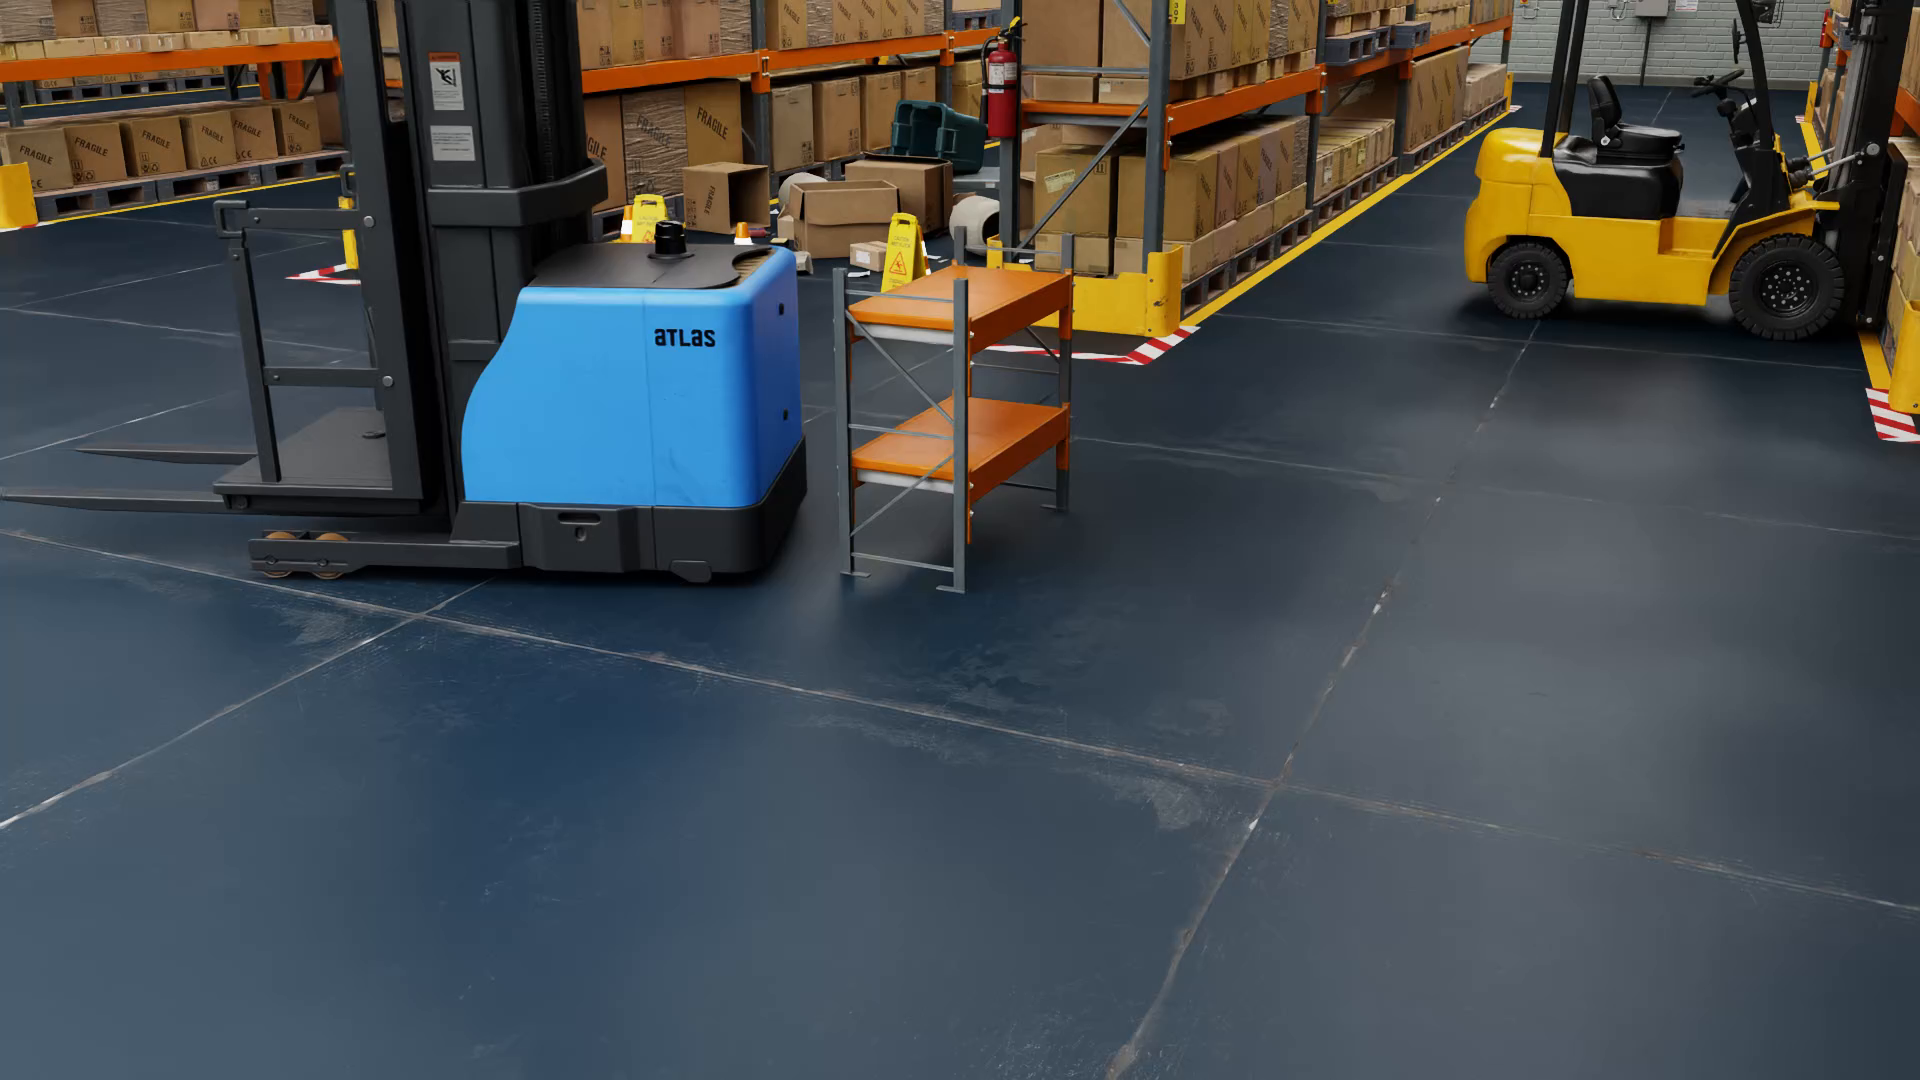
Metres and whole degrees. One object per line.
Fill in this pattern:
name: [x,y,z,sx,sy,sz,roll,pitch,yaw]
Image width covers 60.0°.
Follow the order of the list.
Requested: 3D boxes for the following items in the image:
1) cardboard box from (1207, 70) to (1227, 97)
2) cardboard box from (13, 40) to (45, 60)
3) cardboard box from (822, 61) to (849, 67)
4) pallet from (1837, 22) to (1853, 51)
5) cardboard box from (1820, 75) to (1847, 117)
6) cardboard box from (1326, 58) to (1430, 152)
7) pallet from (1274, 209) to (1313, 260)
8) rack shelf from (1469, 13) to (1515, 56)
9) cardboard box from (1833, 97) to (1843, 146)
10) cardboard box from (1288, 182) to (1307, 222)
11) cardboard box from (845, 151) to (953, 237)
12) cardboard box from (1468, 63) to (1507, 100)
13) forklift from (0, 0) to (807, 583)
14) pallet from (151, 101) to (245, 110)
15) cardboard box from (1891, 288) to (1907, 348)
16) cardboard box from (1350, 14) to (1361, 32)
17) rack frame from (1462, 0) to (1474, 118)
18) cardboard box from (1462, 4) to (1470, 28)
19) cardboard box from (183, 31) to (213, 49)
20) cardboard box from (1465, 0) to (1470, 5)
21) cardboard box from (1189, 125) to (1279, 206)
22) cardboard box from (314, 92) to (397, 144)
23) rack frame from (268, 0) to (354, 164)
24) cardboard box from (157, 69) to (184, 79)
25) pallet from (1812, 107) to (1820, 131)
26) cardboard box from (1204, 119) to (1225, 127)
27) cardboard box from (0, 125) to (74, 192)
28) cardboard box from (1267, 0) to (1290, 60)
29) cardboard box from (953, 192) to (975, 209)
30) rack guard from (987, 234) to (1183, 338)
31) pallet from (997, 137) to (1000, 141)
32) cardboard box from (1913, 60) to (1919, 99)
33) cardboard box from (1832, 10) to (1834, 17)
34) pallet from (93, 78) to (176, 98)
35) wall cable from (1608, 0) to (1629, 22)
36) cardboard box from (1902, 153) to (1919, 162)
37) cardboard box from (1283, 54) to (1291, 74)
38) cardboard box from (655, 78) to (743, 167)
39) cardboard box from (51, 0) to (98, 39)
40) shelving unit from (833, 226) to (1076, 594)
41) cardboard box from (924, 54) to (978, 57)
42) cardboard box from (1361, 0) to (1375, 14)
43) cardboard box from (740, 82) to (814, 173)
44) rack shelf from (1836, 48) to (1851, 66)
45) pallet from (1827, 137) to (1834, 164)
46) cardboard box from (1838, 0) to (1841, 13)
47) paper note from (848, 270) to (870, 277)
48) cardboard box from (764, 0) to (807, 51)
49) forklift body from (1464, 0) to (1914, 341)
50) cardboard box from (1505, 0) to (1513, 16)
cardboard box: [1.463,-2.890,10.494,0.380,0.149,0.250,9,21,24]
cardboard box: [-7.871,-4.082,13.846,0.380,0.149,0.250,9,21,23]
cardboard box: [-2.335,-7.676,26.119,0.875,0.875,0.875,9,21,23]
pallet: [8.736,-4.605,15.227,1.213,0.211,1.003,9,21,23]
cardboard box: [10.768,-5.366,20.185,0.500,0.500,0.500,9,21,24]
cardboard box: [4.351,-4.555,17.344,0.875,0.875,0.875,8,21,22]
pallet: [2.111,-2.411,12.935,1.003,0.211,1.213,9,21,23]
rack shelf: [6.449,-6.653,21.775,1.077,0.370,4.000,9,21,23]
cardboard box: [9.339,-4.288,17.154,0.500,0.500,0.500,8,21,21]
cardboard box: [2.357,-2.620,12.837,0.500,0.250,0.500,10,22,25]
cardboard box: [-0.499,-2.772,13.309,0.797,0.637,0.503,9,21,23]
cardboard box: [7.089,-6.379,23.126,0.875,0.438,0.875,8,21,21]
forklift: [-2.171,-1.410,6.061,3.031,2.935,1.130,2,20,5]
pallet: [-9.920,-5.652,22.047,1.003,0.211,1.213,9,21,23]
cardboard box: [5.150,-1.122,8.624,0.500,0.250,0.500,9,21,23]
cardboard box: [3.169,-4.386,14.072,0.380,0.149,0.250,9,21,24]
rack frame: [5.630,-6.381,19.935,1.000,3.000,0.127,9,21,23]
cardboard box: [5.676,-6.139,19.477,0.500,0.250,0.500,8,21,21]
cardboard box: [-7.134,-4.614,15.342,0.380,0.149,0.250,9,21,23]
cardboard box: [5.671,-6.378,19.403,0.500,0.250,0.500,9,21,23]
cardboard box: [1.942,-2.662,11.834,0.500,0.500,0.500,10,22,26]
cardboard box: [-6.416,-4.510,17.746,0.700,0.500,0.500,7,21,19]
rack frame: [-6.687,-5.295,16.882,1.000,3.000,0.127,9,21,23]
cardboard box: [-12.803,-7.637,26.541,0.500,0.500,0.500,9,21,23]
pallet: [11.441,-5.343,21.178,1.003,0.211,1.213,9,21,23]
cardboard box: [1.658,-2.883,12.455,0.500,0.500,0.500,9,22,25]
cardboard box: [-8.054,-3.281,14.322,0.500,0.500,0.500,13,23,33]
cardboard box: [1.986,-3.635,11.621,0.500,0.500,0.500,9,22,24]
cardboard box: [0.062,-2.693,13.644,0.258,0.266,0.396,-5,20,-15]
rack guard: [0.747,-1.558,10.104,1.175,0.500,0.348,9,21,23]
pallet: [0.257,-5.103,20.503,1.003,0.211,1.213,9,21,23]
cardboard box: [6.060,-2.886,9.959,0.500,0.500,0.500,8,21,22]
cardboard box: [11.413,-6.743,21.327,0.380,0.149,0.250,8,21,22]
pallet: [-13.244,-7.159,26.285,1.003,0.211,1.213,9,21,23]
wall cable: [10.854,-9.618,27.522,0.588,1.984,0.122,9,21,23]
cardboard box: [5.988,-2.216,10.207,0.500,0.250,0.500,9,22,25]
cardboard box: [2.227,-3.531,12.295,0.380,0.149,0.250,9,21,23]
cardboard box: [-2.525,-3.598,14.653,0.875,0.875,0.875,9,21,24]
cardboard box: [-7.979,-4.593,14.315,0.875,0.500,0.500,9,21,23]
shelving unit: [0.003,-0.532,6.286,0.538,1.125,1.048,9,21,23]
cardboard box: [-0.105,-5.734,20.100,0.500,0.250,0.500,9,22,24]
cardboard box: [3.227,-4.727,14.064,0.500,0.500,0.500,8,21,22]
cardboard box: [-2.031,-3.924,15.756,1.050,0.750,0.750,8,21,22]
rack shelf: [9.341,-4.751,16.424,1.077,0.370,4.000,9,21,23]
pallet: [9.861,-4.133,17.776,1.003,0.211,1.213,9,21,23]
cardboard box: [10.554,-6.266,19.390,0.500,0.250,0.500,8,21,22]
paper note: [-0.713,-1.876,11.698,0.148,0.019,0.142,1,20,4]
cardboard box: [-1.742,-4.755,15.213,0.500,0.500,0.500,9,21,23]
forklift body: [4.358,-2.463,10.184,2.313,2.155,1.214,9,21,23]
cardboard box: [7.312,-7.467,22.840,0.500,0.500,0.500,9,21,23]
